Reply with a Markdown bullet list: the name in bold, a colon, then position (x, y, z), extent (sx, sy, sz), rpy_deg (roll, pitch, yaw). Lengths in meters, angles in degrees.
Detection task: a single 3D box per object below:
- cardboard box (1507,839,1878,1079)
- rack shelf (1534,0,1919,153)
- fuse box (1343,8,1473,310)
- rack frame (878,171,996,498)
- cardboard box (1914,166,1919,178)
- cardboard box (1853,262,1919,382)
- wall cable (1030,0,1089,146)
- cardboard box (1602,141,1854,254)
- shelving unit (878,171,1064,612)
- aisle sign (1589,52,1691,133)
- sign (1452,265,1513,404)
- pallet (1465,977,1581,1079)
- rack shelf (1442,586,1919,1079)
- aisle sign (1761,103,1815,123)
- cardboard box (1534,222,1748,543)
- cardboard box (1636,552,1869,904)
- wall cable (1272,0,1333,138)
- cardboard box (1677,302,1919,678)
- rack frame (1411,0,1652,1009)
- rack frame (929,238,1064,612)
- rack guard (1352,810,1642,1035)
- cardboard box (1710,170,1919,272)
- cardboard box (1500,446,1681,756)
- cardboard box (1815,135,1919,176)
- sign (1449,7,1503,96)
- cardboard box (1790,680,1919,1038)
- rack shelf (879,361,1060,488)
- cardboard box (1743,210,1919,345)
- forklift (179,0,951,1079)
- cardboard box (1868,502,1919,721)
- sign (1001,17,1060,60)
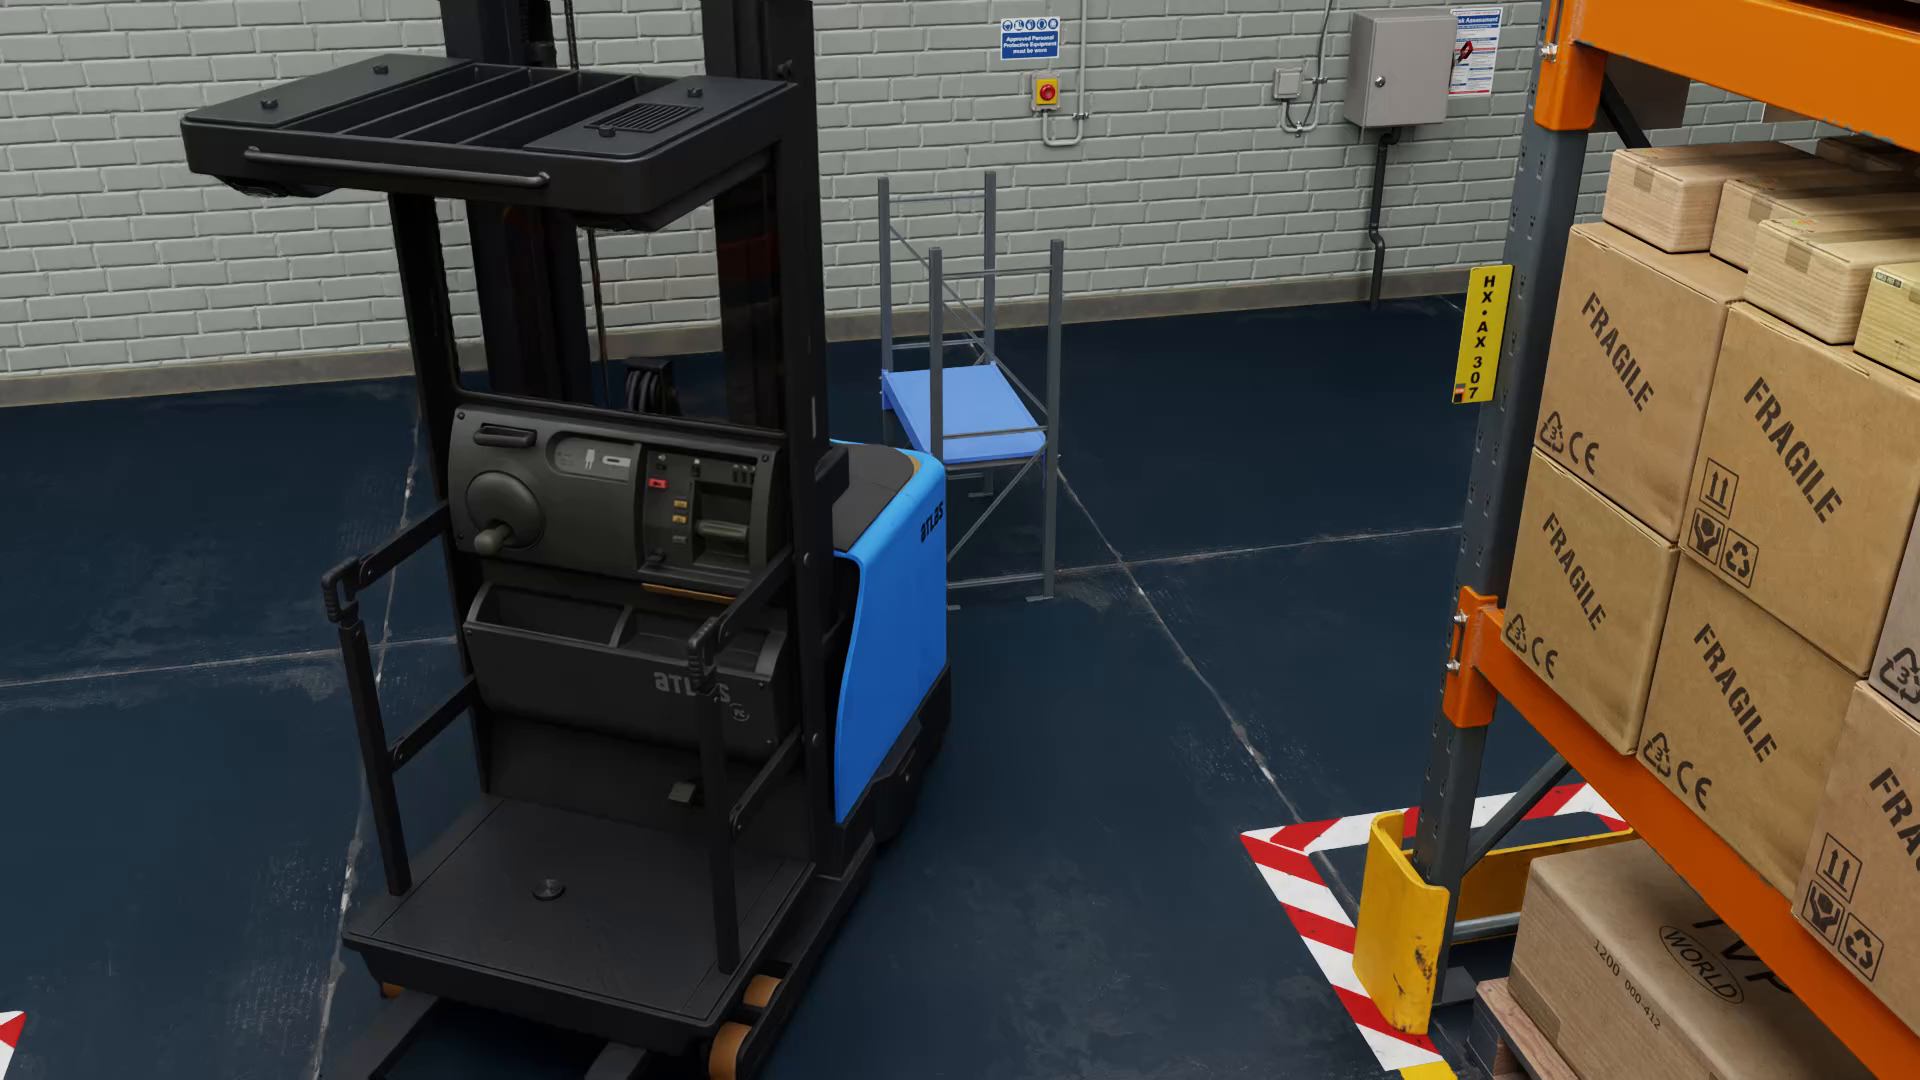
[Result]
- **cardboard box**: position (1.980, 1.137, 4.047), extent (0.875, 0.438, 0.875), rpy_deg (-7, 28, -13)
- **rack shelf**: position (2.185, -0.239, 1.864), extent (1.077, 0.370, 4.000), rpy_deg (-6, 27, -12)
- **fuse box**: position (2.520, -2.146, 9.603), extent (0.539, 1.711, 0.414), rpy_deg (-6, 27, -12)
- **rack frame**: position (-0.095, -0.855, 7.280), extent (0.500, 1.500, 0.032), rpy_deg (-6, 27, -12)
- **cardboard box**: position (2.091, -0.634, 3.236), extent (0.380, 0.149, 0.250), rpy_deg (-5, 27, -11)
- **cardboard box**: position (1.697, -0.349, 2.671), extent (0.380, 0.149, 0.250), rpy_deg (-7, 28, -13)
- **wall cable**: position (0.441, -3.040, 8.781), extent (0.585, 1.953, 0.123), rpy_deg (-6, 27, -12)
- **cardboard box**: position (1.544, -0.696, 3.359), extent (0.380, 0.149, 0.250), rpy_deg (-5, 27, -11)
- **shelving unit**: position (0.019, -0.632, 6.838), extent (0.538, 1.500, 1.048), rpy_deg (-6, 27, -12)
- **aisle sign**: position (1.435, -1.262, 3.536), extent (0.394, 0.787, 0.004), rpy_deg (-6, 27, -12)
- **sign**: position (1.192, -0.467, 3.798), extent (0.100, 0.325, 0.005), rpy_deg (-6, 27, -12)
- **pallet**: position (1.991, 1.489, 4.066), extent (1.003, 0.211, 1.213), rpy_deg (-6, 27, -12)
- **rack shelf**: position (2.185, 1.100, 2.540), extent (1.077, 0.370, 4.000), rpy_deg (-6, 27, -12)
- **aisle sign**: position (2.020, -1.323, 3.657), extent (0.394, 0.787, 0.004), rpy_deg (-6, 27, -12)
- **cardboard box**: position (1.565, -0.351, 3.395), extent (0.500, 0.500, 0.500), rpy_deg (-7, 28, -13)
- **cardboard box**: position (1.704, 0.315, 3.186), extent (0.500, 0.500, 0.500), rpy_deg (-6, 27, -12)
- **wall cable**: position (1.820, -3.175, 9.084), extent (0.588, 1.984, 0.122), rpy_deg (-6, 27, -12)
- **cardboard box**: position (1.688, -0.125, 2.947), extent (0.500, 0.500, 0.500), rpy_deg (-7, 28, -13)
- **rack frame**: position (1.734, -0.099, 4.118), extent (1.000, 3.000, 0.127), rpy_deg (-6, 27, -12)
- **rack frame**: position (0.134, -0.409, 6.396), extent (0.500, 1.500, 0.032), rpy_deg (-6, 27, -12)
- **rack guard**: position (1.729, 1.006, 4.702), extent (1.175, 0.500, 0.348), rpy_deg (-6, 27, -12)
- **cardboard box**: position (1.673, -0.588, 3.146), extent (0.380, 0.149, 0.250), rpy_deg (-5, 27, -10)
- **cardboard box**: position (1.563, 0.096, 3.620), extent (0.500, 0.500, 0.500), rpy_deg (-6, 27, -12)
- **cardboard box**: position (2.010, -0.743, 3.452), extent (0.380, 0.149, 0.250), rpy_deg (-6, 27, -11)
- **sign**: position (2.955, -2.820, 9.614), extent (0.329, 0.494, 0.001), rpy_deg (-6, 27, -12)
- **cardboard box**: position (1.801, 0.540, 2.740), extent (0.500, 0.500, 0.500), rpy_deg (-6, 27, -12)
- **rack shelf**: position (0.019, -0.472, 6.919), extent (0.538, 0.185, 1.000), rpy_deg (-6, 27, -12)
- **cardboard box**: position (1.620, -0.462, 2.897), extent (0.380, 0.149, 0.250), rpy_deg (-5, 27, -10)
- **forklift**: position (-0.978, -0.072, 4.139), extent (1.130, 2.935, 3.031), rpy_deg (8, 28, 16)
- **cardboard box**: position (1.812, 0.101, 2.501), extent (0.500, 0.500, 0.500), rpy_deg (-6, 27, -12)
- **sign**: position (0.380, -2.715, 9.000), extent (0.327, 0.218, 0.001), rpy_deg (-6, 27, -12)
